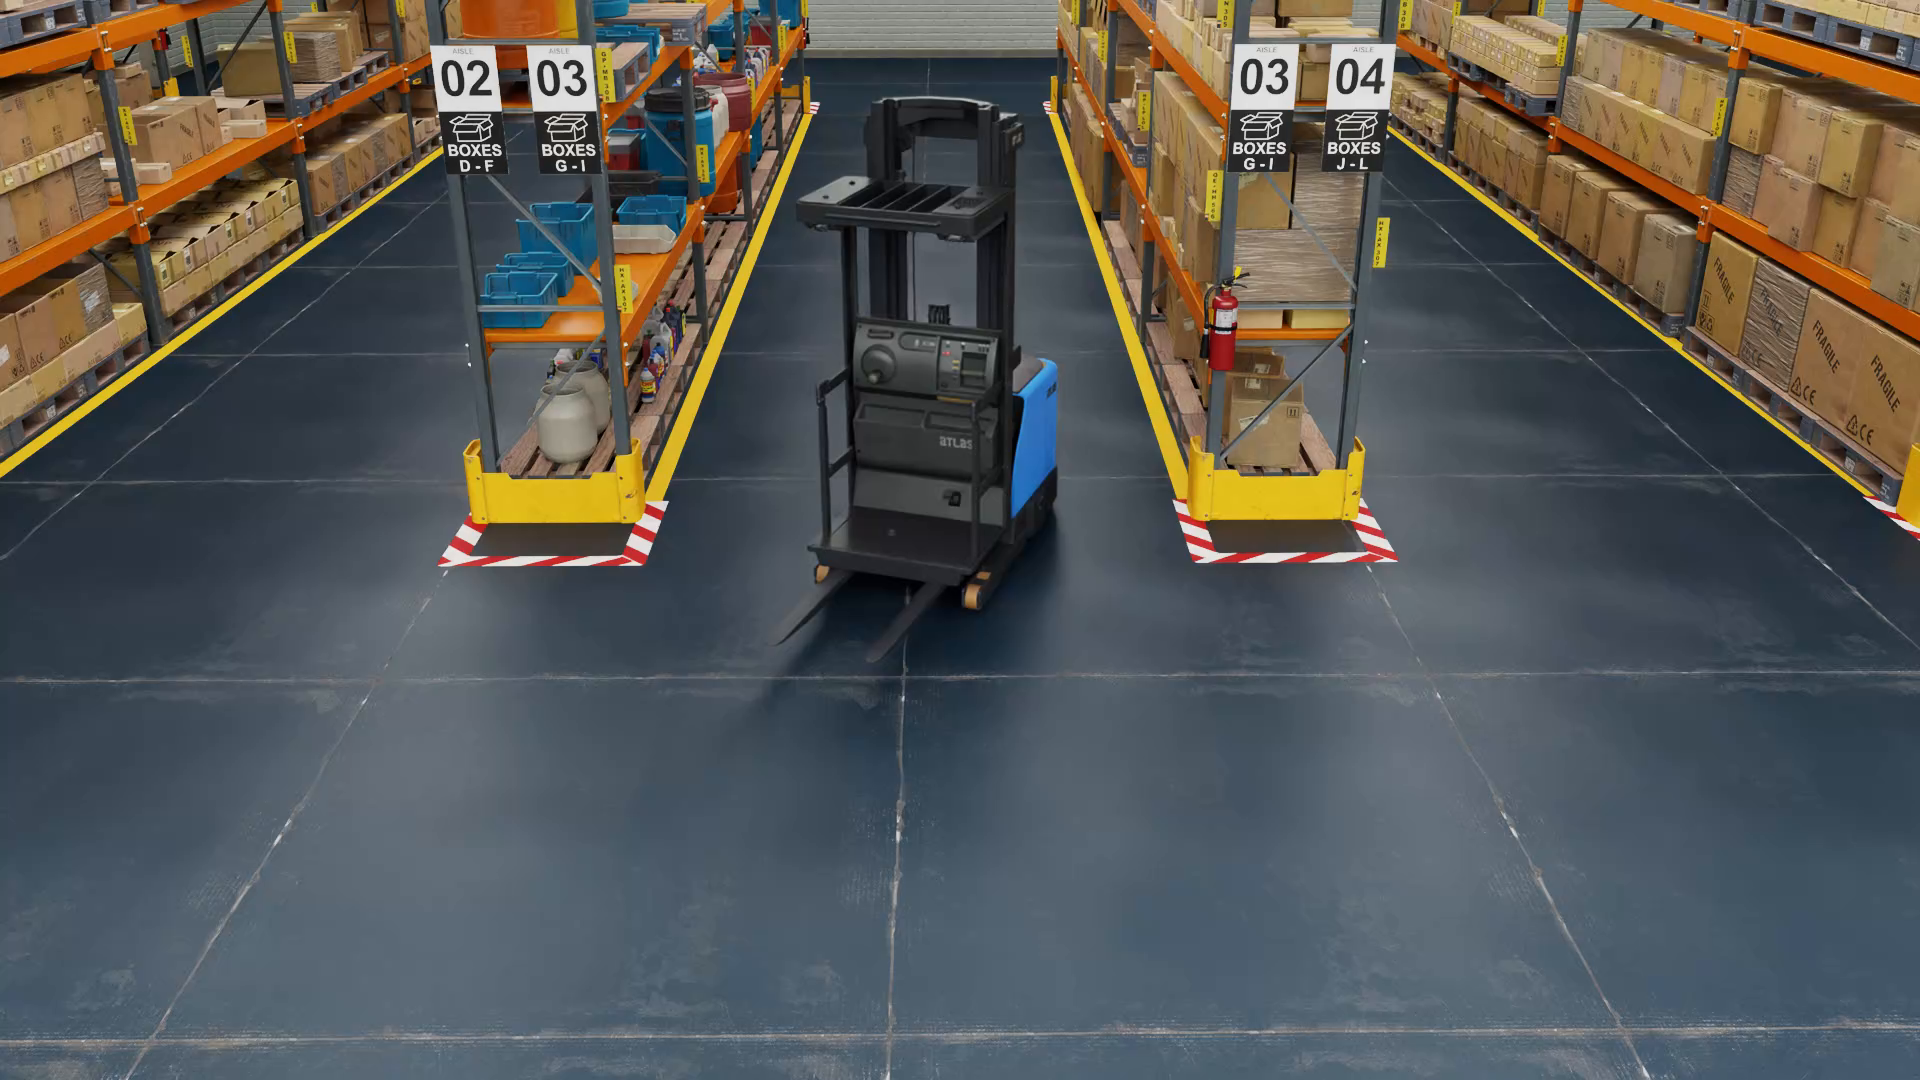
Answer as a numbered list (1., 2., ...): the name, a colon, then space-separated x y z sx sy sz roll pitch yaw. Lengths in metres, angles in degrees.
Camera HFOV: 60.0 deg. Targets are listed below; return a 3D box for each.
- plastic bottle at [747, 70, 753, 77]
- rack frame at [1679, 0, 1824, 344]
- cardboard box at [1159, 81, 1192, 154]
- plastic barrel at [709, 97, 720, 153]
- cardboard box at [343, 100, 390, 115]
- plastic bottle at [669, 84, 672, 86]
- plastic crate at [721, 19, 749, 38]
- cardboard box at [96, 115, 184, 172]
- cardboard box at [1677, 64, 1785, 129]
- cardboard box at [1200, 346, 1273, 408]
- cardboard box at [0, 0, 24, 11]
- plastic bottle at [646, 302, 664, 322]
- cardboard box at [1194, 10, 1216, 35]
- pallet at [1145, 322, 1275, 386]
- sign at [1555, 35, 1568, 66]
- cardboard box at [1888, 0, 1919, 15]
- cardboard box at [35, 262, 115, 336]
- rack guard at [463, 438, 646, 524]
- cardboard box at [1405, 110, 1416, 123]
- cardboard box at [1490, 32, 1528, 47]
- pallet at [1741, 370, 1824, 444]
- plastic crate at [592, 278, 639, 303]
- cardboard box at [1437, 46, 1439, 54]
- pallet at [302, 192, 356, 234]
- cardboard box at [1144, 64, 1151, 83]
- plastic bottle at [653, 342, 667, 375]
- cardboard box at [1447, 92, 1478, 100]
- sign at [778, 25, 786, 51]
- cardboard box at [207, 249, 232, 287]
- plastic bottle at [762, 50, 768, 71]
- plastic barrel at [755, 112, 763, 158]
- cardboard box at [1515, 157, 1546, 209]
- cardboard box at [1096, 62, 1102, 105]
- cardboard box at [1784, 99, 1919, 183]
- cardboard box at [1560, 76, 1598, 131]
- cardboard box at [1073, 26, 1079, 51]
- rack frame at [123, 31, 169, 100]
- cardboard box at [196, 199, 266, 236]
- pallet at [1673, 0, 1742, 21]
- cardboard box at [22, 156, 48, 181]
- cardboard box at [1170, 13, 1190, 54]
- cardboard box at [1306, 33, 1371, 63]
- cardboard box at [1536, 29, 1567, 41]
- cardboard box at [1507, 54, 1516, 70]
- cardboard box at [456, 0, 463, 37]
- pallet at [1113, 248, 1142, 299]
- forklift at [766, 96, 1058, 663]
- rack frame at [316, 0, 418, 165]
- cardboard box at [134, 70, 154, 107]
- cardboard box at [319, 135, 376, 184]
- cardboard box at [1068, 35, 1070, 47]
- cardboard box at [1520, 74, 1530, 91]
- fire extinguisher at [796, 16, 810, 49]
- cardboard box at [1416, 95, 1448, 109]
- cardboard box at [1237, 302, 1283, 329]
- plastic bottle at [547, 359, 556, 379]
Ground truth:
1. plastic bottle: -2.513 -5.462 19.843 0.097 0.271 0.097 0 24 0
2. rack frame: 7.112 -3.172 14.623 1.000 3.000 0.127 0 24 -1
3. cardboard box: 1.909 -3.435 13.510 0.500 0.500 0.500 0 24 -1
4. plastic barrel: -2.605 -4.107 16.525 0.433 0.535 0.433 0 24 0
5. cardboard box: -8.132 -5.740 22.800 0.500 0.500 0.500 0 24 -1
6. plastic bottle: -3.279 -5.024 18.859 0.061 0.283 0.133 0 24 -1
7. plastic crate: -3.245 -7.419 24.144 0.416 0.233 0.300 0 24 -1
8. cardboard box: -7.752 -3.727 15.730 0.500 0.500 0.500 1 24 3
9. cardboard box: 7.093 -4.089 15.317 0.700 0.500 0.500 -1 24 -1
10. cardboard box: 2.176 -1.357 13.134 0.500 0.500 0.500 2 24 4
11. cardboard box: -7.468 -4.160 12.792 0.380 0.149 0.250 0 24 -1
12. plastic bottle: -2.650 -1.898 14.486 0.144 0.351 0.185 0 24 -1
13. cardboard box: 1.873 -3.672 11.787 0.380 0.149 0.250 -1 24 -3
14. pallet: 2.194 -1.644 14.629 1.003 0.211 1.213 0 24 -1
15. sign: 6.526 -5.305 18.031 0.100 0.325 0.005 0 24 -1
16. cardboard box: 6.862 -3.808 11.579 0.500 0.250 0.500 0 24 -1
17. cardboard box: -7.537 -2.032 14.020 0.500 0.500 0.500 0 24 -1
18. rack guard: -2.806 -0.413 11.556 1.175 0.500 0.348 0 24 -1
19. cardboard box: 6.697 -6.154 24.167 0.380 0.149 0.250 0 24 -1
20. cardboard box: 6.591 -6.008 19.967 0.380 0.149 0.250 0 24 1
21. pallet: 7.058 -1.083 13.389 1.003 0.211 1.213 0 24 -1
22. plastic crate: -2.446 -1.771 11.845 0.298 0.136 0.250 0 24 -1
23. cardboard box: 6.732 -6.686 22.699 0.380 0.149 0.250 1 24 2
24. pallet: -7.769 -3.834 19.470 1.003 0.211 1.213 0 24 -1
25. cardboard box: 2.259 -4.624 17.204 0.700 0.500 0.500 3 25 7
26. plastic bottle: -2.473 -1.492 13.686 0.097 0.271 0.097 0 24 0
27. cardboard box: 7.200 -6.317 23.805 0.380 0.149 0.250 -1 24 -3
28. sign: -2.339 -6.593 21.852 0.100 0.325 0.005 0 24 -1
29. cardboard box: -7.524 -2.678 16.358 0.500 0.250 0.500 -1 24 -2
30. plastic bottle: -2.513 -6.156 21.363 0.061 0.283 0.133 0 24 -1
31. plastic barrel: -2.900 -5.476 21.755 0.600 0.901 0.708 0 24 -1
32. cardboard box: 6.800 -4.142 19.293 0.500 0.500 0.500 0 24 -1
33. cardboard box: 1.855 -5.293 19.191 0.500 0.500 0.500 0 24 -1
34. cardboard box: 7.072 -3.131 13.040 0.875 0.550 0.550 0 24 -1
35. cardboard box: 6.803 -4.679 17.835 0.500 0.500 0.500 0 24 0
36. cardboard box: 1.797 -6.735 22.324 0.500 0.250 0.500 -1 24 -2
37. rack frame: -12.839 -8.069 25.451 1.000 3.000 0.127 0 24 -1
38. cardboard box: -7.531 -3.353 17.171 0.500 0.311 0.500 0 24 -1
39. pallet: 7.053 -4.829 14.879 0.805 0.209 1.217 -1 24 -3
40. cardboard box: -7.528 -2.959 13.243 0.380 0.149 0.250 0 24 -1
41. cardboard box: 1.905 -3.880 12.731 0.500 0.250 0.500 -1 24 -3
42. cardboard box: 2.423 -3.137 10.605 0.380 0.149 0.250 0 24 -1
43. cardboard box: 7.238 -6.115 20.203 0.380 0.149 0.250 -1 24 -3
44. cardboard box: 6.595 -5.555 19.327 0.380 0.149 0.250 0 24 0
45. cardboard box: -7.599 -7.741 24.605 0.500 0.500 0.500 0 24 0
46. pallet: 2.125 -2.745 17.064 1.003 0.211 1.213 0 24 -1
47. forklift: -0.285 -1.087 10.097 1.130 2.935 3.031 8 26 18
48. rack frame: -7.842 -6.445 21.859 1.000 3.000 0.127 0 24 -1
49. cardboard box: -12.731 -6.833 25.243 0.700 0.500 0.500 0 24 -1
50. cardboard box: -7.540 -4.684 20.466 0.500 0.500 0.500 -1 24 -2
51. cardboard box: 1.719 -7.027 23.451 0.380 0.149 0.250 -1 24 -1
52. cardboard box: 6.602 -5.200 18.903 0.380 0.149 0.250 0 24 -1
53. fire extinguisher: -2.480 -7.973 25.784 0.296 0.674 0.183 0 24 -1
54. cardboard box: 6.688 -6.203 23.553 0.380 0.149 0.250 -1 24 -3
55. cardboard box: 1.985 -1.545 11.331 0.380 0.149 0.250 0 24 -1
56. plastic bottle: -3.236 -1.286 13.216 0.061 0.283 0.133 0 24 1
